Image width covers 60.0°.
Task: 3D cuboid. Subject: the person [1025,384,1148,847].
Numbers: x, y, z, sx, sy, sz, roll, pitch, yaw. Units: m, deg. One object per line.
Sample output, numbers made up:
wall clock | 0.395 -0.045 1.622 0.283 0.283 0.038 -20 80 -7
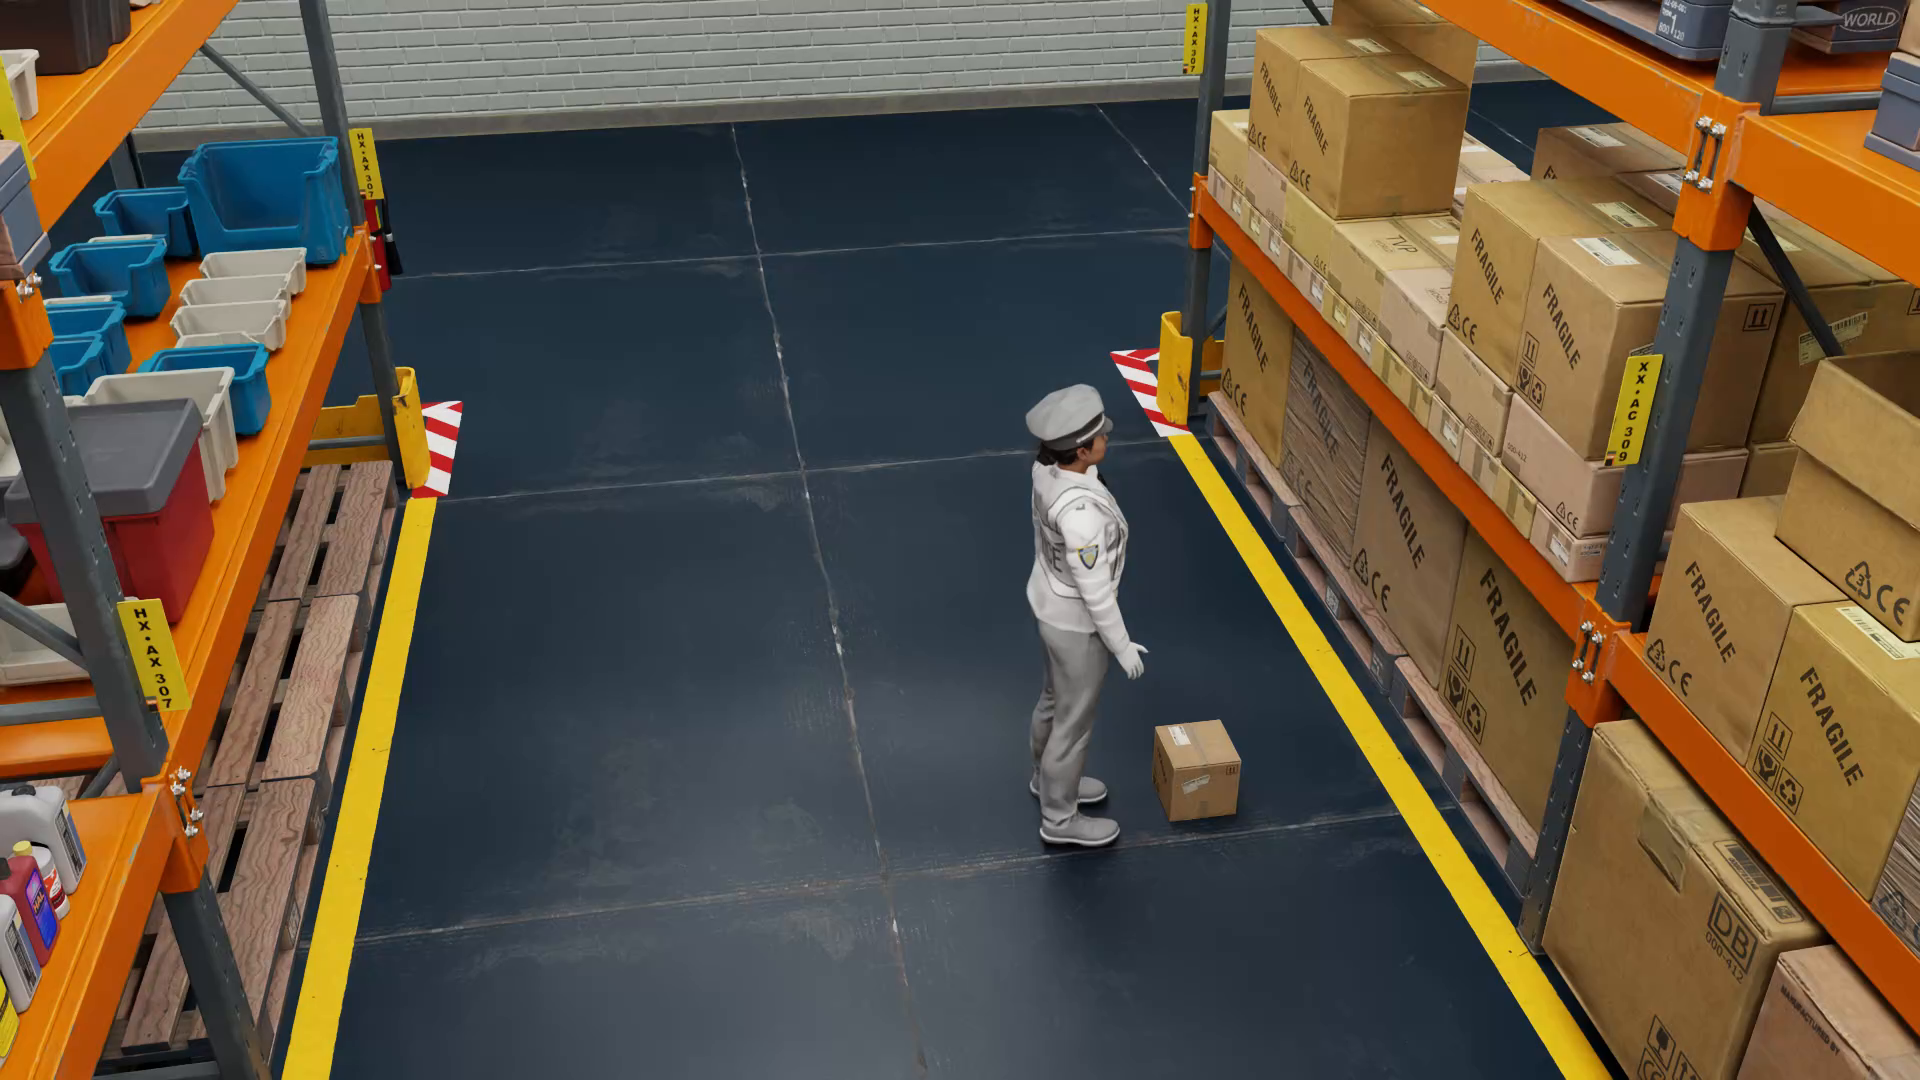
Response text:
person | 0.403 0.258 5.643 0.390 1.703 0.516 -5 31 -9
